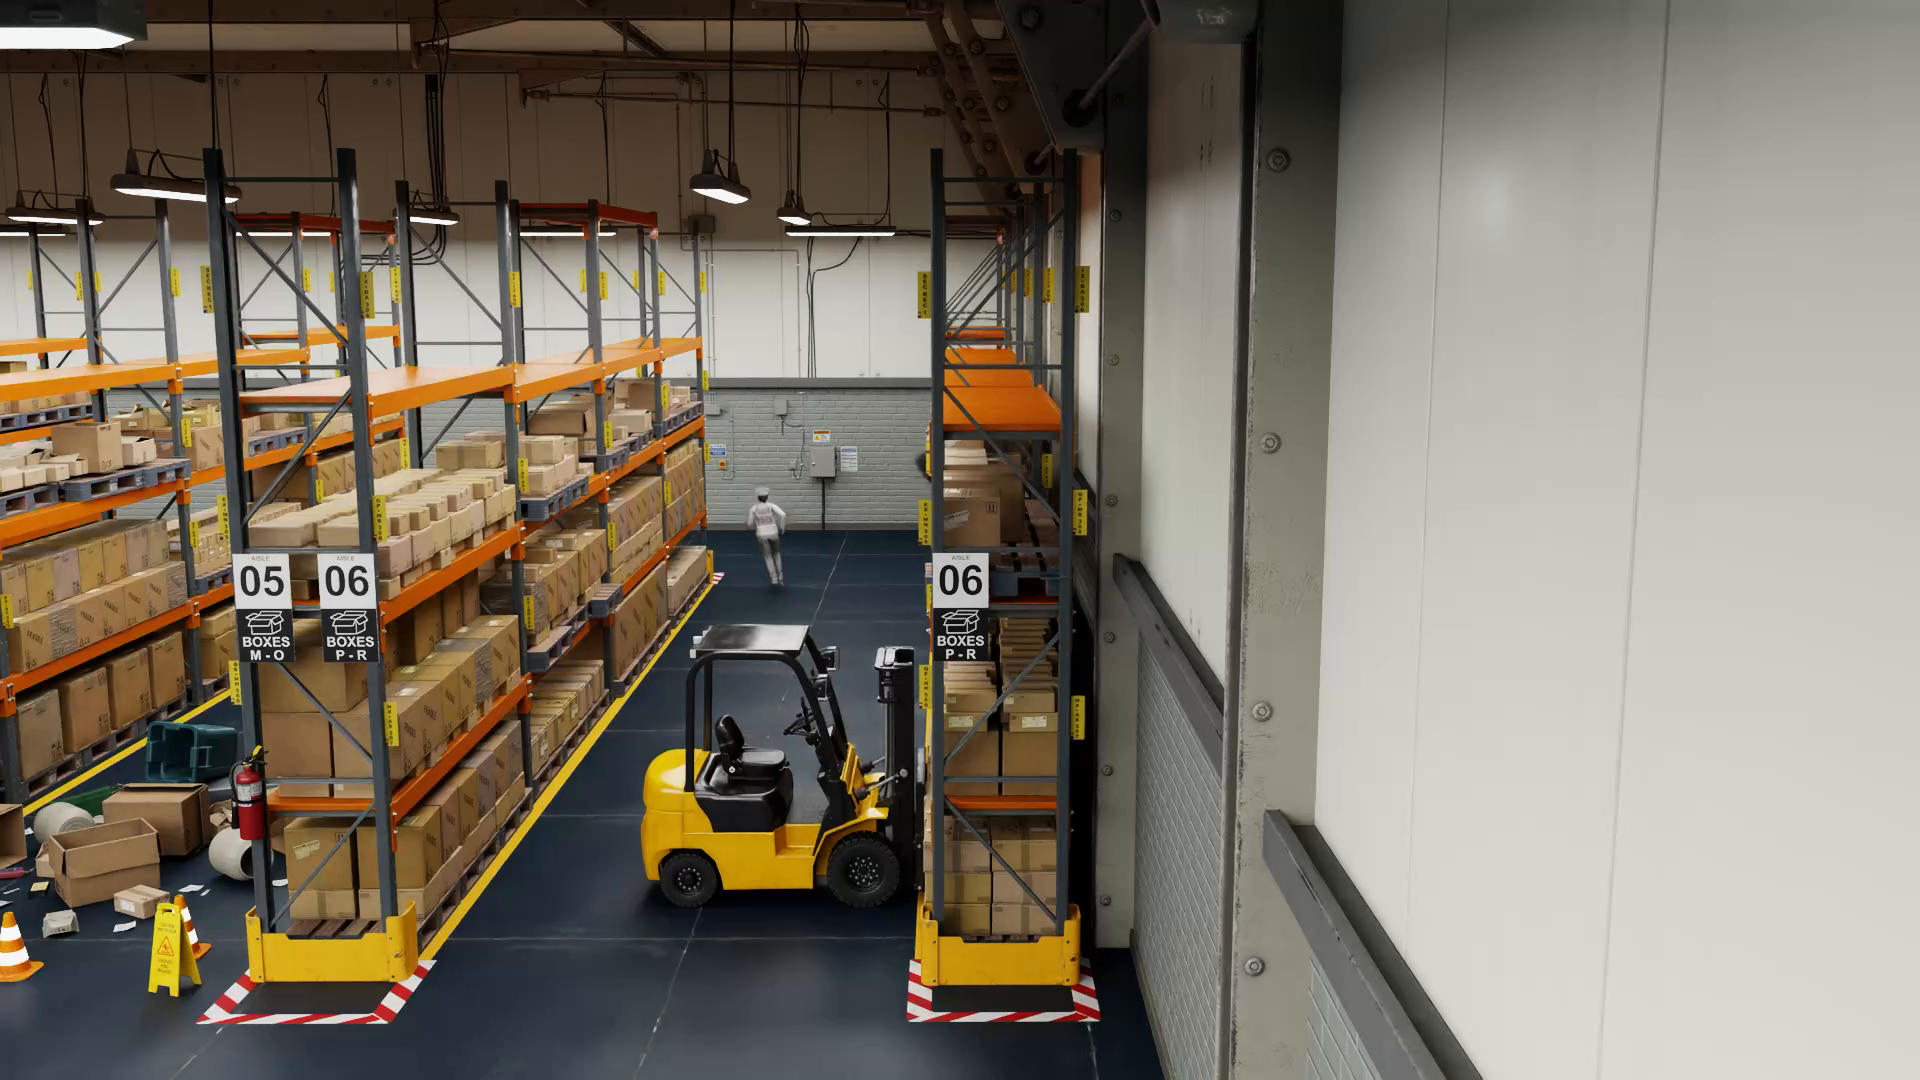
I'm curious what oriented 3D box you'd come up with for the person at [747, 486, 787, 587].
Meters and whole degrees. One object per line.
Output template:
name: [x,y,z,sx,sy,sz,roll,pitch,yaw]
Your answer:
person: [-3.183,-0.013,27.371,0.633,1.731,0.804,-2,9,-13]
